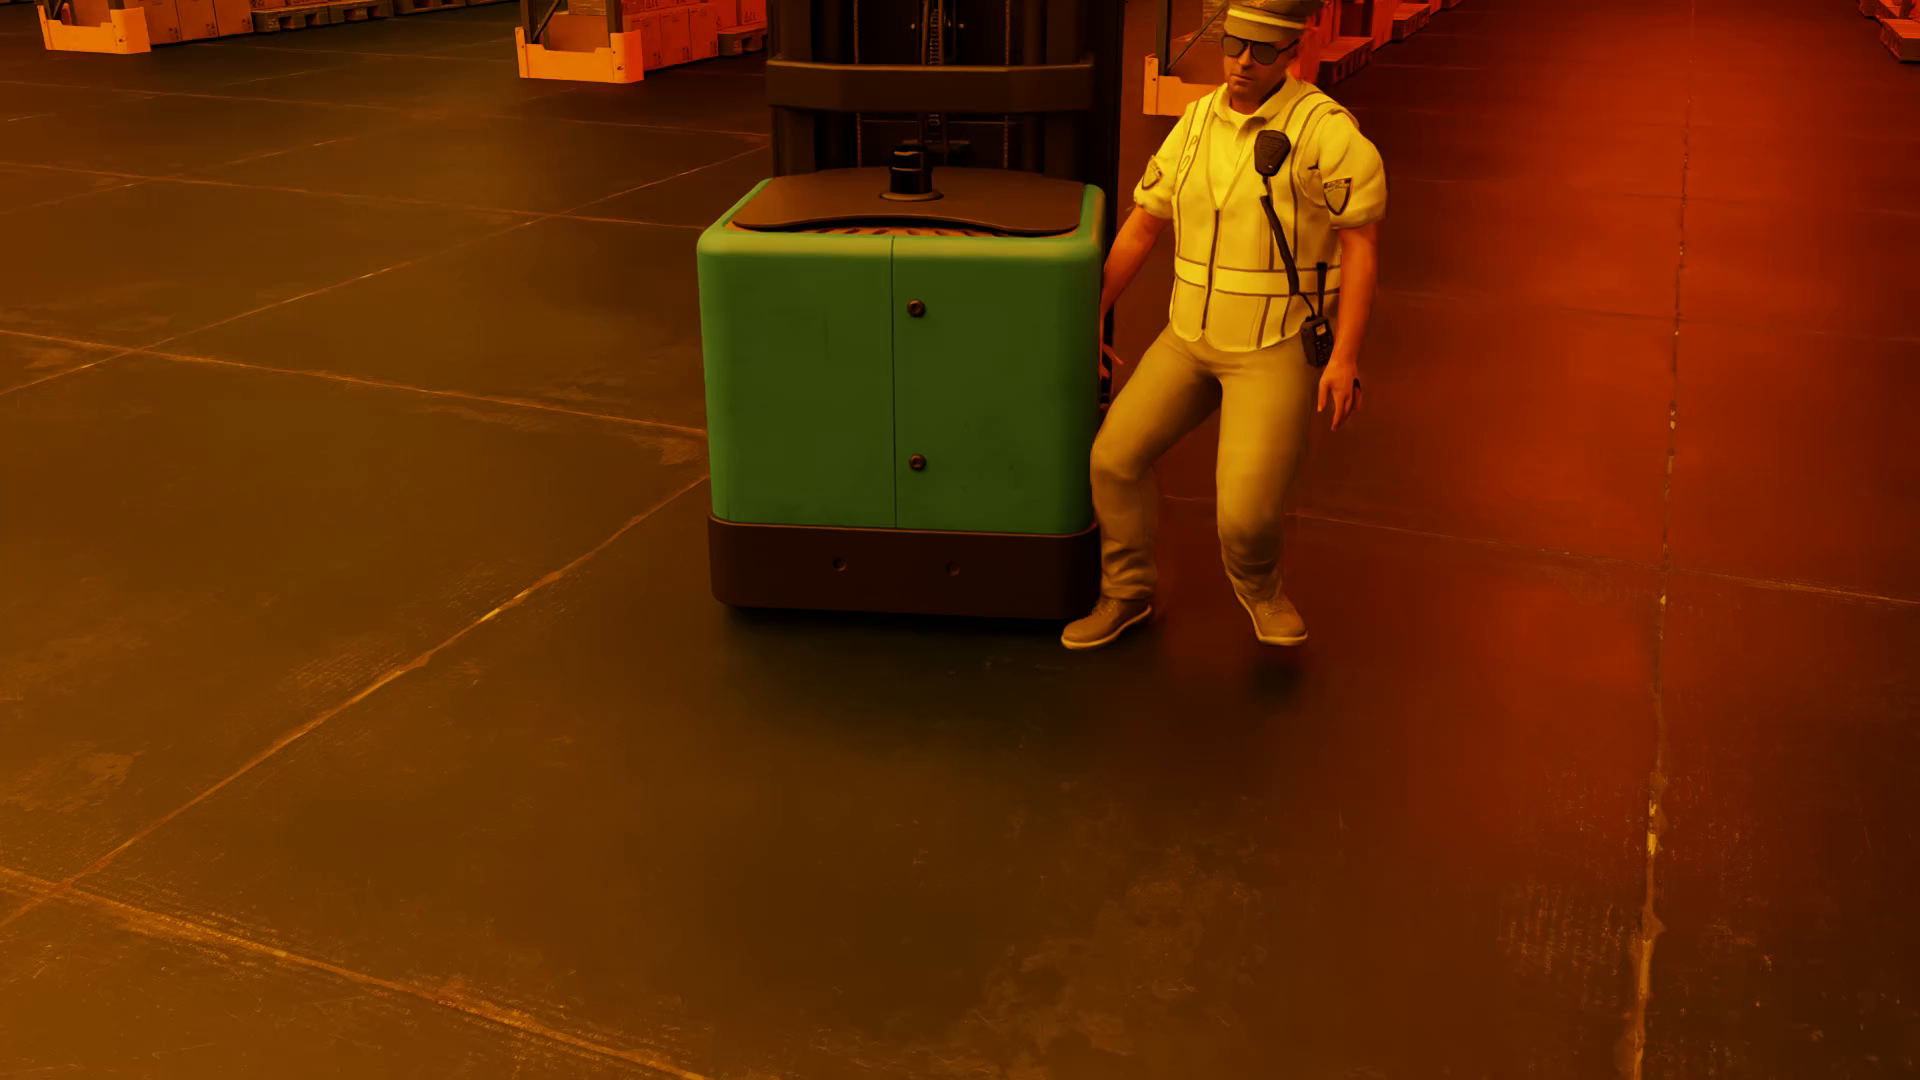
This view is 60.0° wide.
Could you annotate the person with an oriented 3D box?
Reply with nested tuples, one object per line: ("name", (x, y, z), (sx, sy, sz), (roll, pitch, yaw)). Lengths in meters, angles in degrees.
("person", (0.626, -0.500, 4.110), (0.556, 1.696, 0.765), (-20, 30, -40))

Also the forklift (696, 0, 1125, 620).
("forklift", (-0.020, -1.671, 5.290), (1.130, 2.935, 3.031), (2, 23, 5))
